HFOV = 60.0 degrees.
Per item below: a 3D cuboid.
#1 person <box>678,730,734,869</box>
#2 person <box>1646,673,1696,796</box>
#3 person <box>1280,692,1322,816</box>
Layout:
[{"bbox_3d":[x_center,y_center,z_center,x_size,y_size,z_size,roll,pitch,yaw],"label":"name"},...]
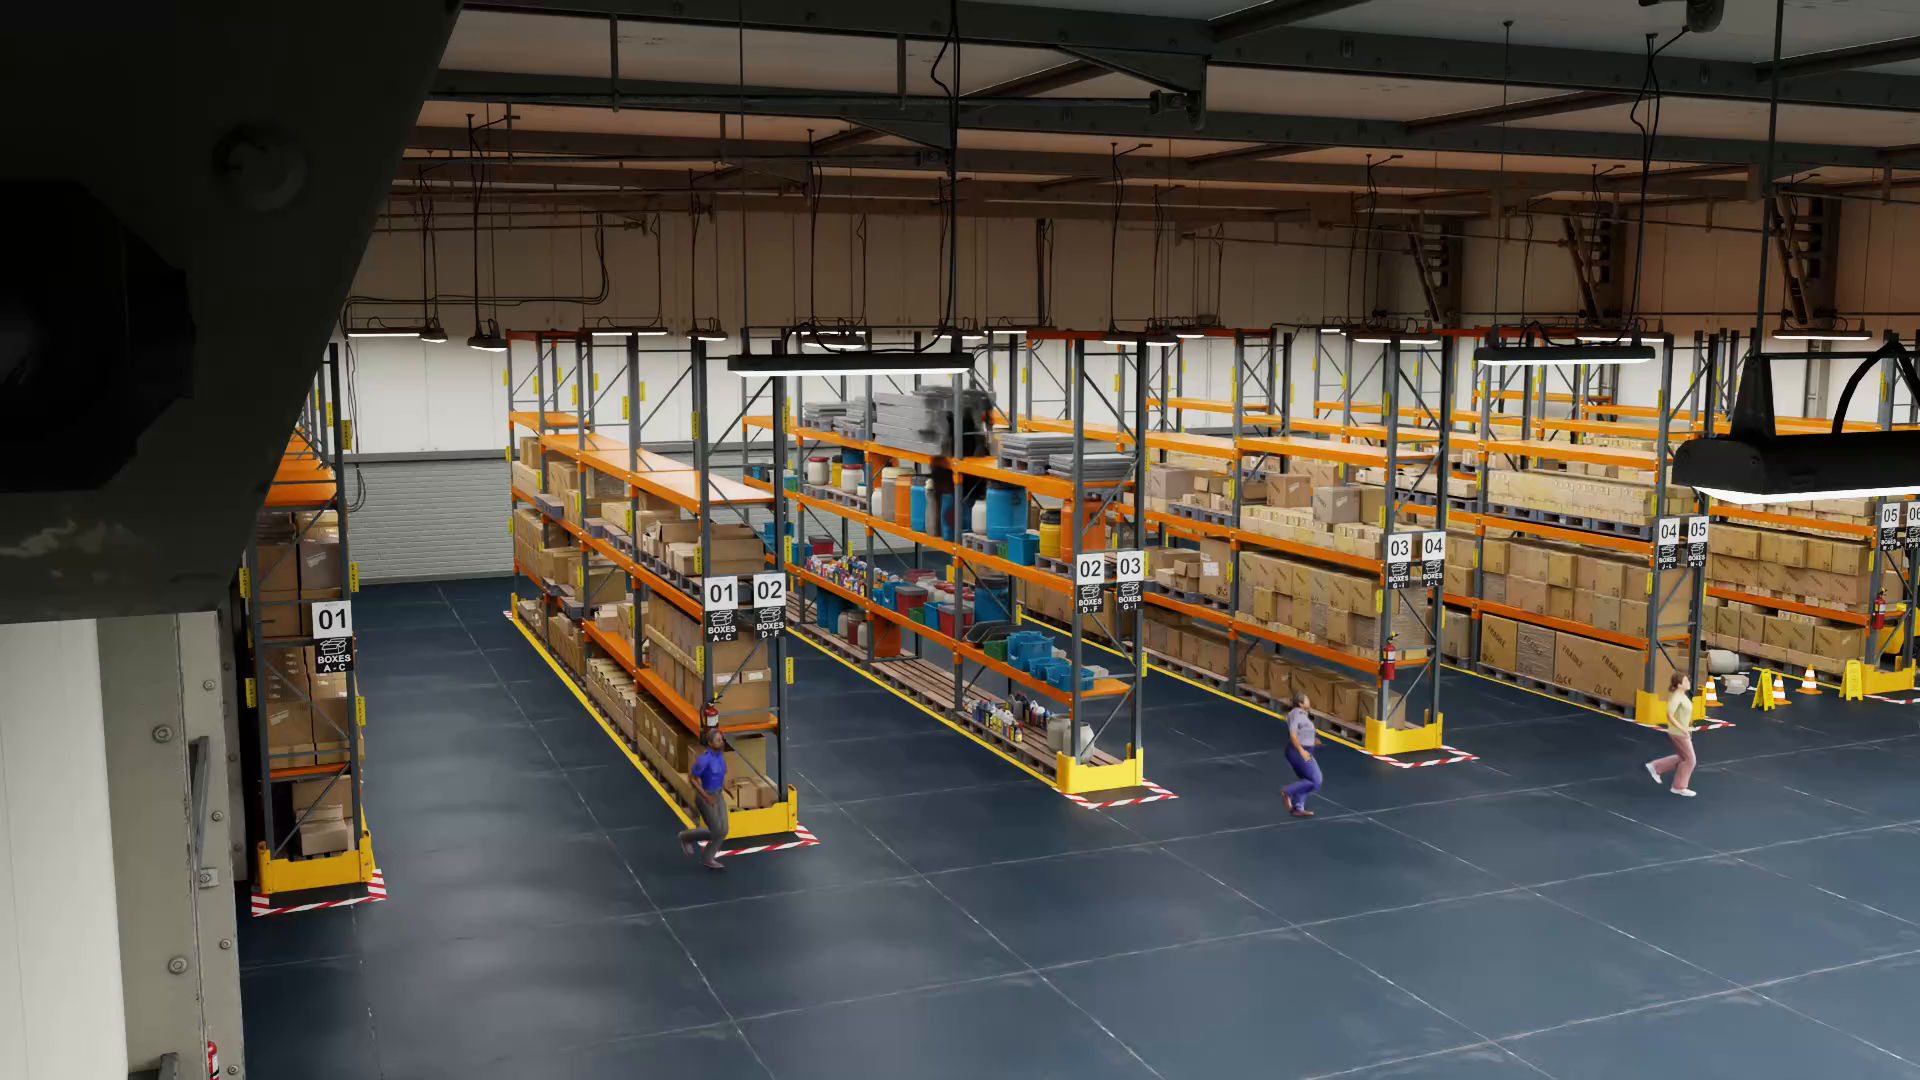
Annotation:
[{"bbox_3d":[-2.909,2.962,19.114,0.590,1.602,0.566,3,8,22],"label":"person"},{"bbox_3d":[9.431,2.552,21.975,0.627,1.646,0.576,3,8,23],"label":"person"},{"bbox_3d":[4.287,2.703,20.962,0.556,1.596,0.619,0,8,-3],"label":"person"}]
